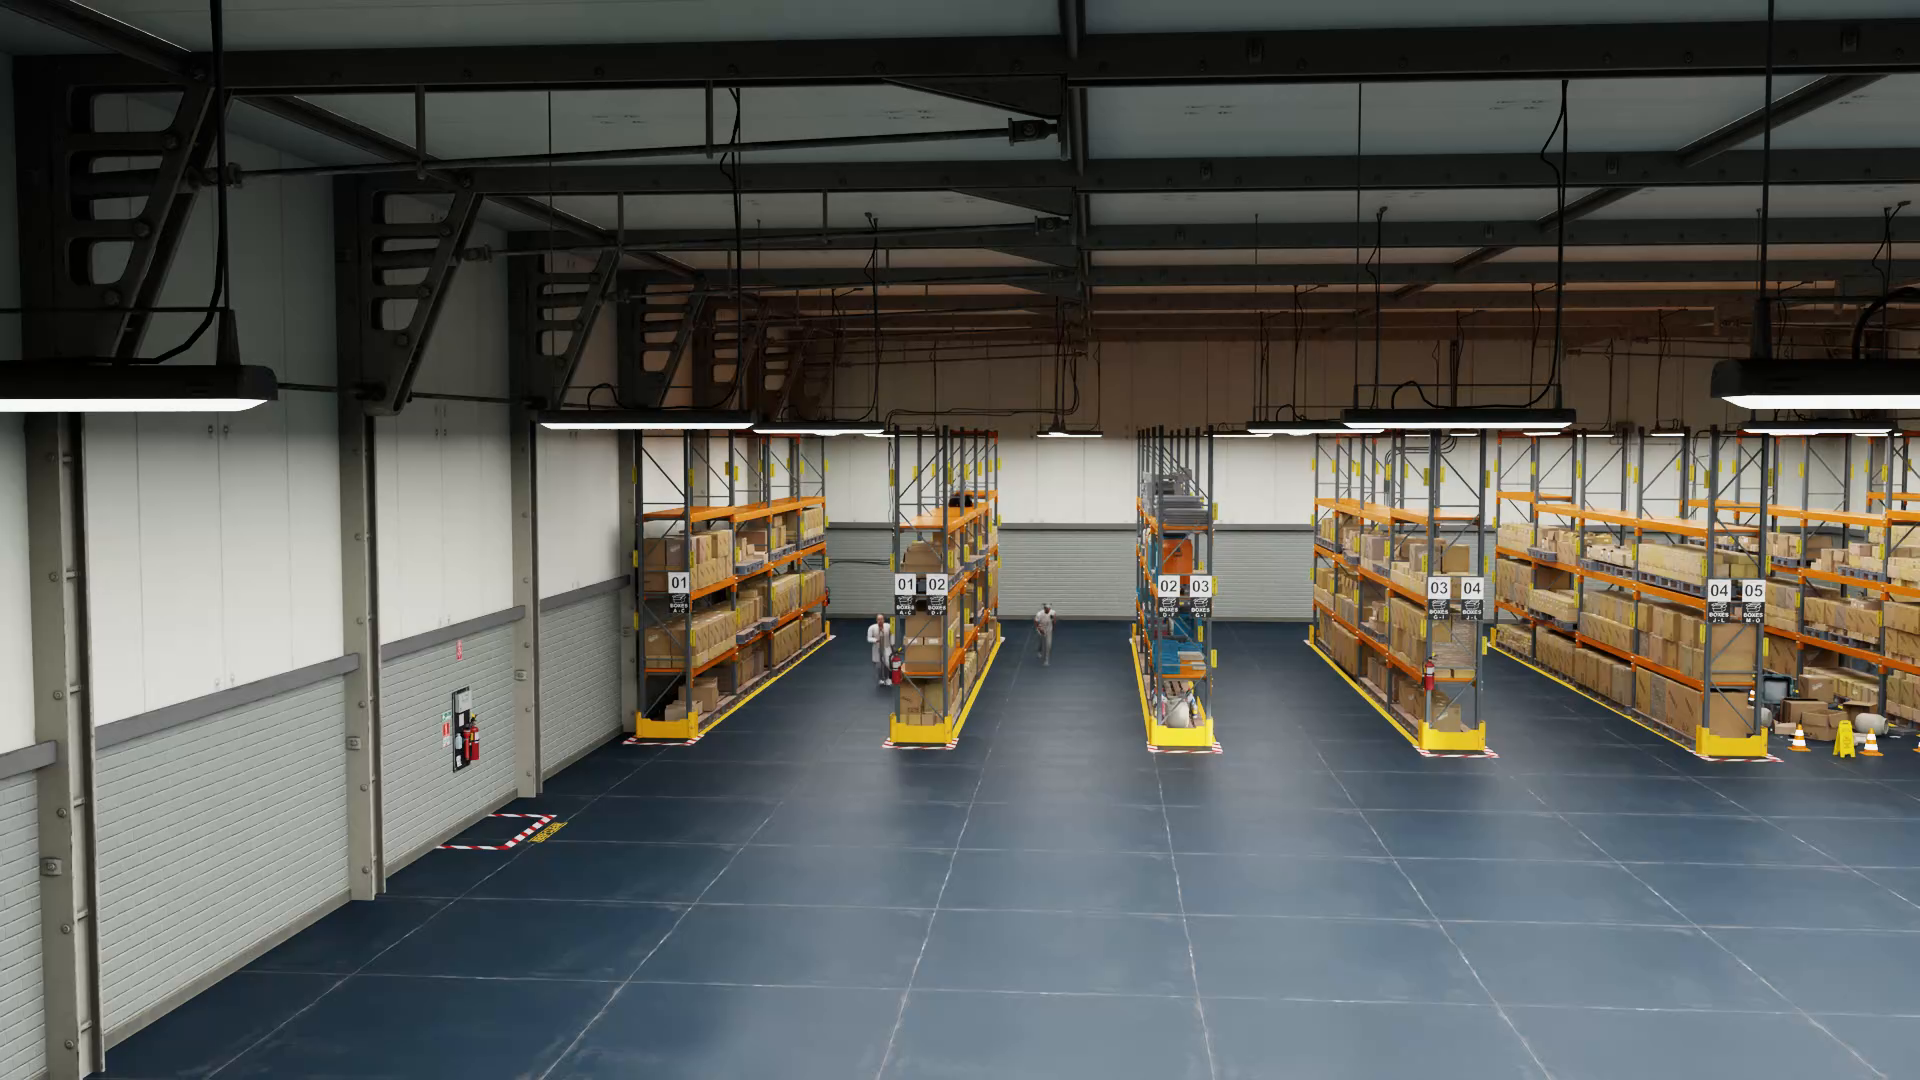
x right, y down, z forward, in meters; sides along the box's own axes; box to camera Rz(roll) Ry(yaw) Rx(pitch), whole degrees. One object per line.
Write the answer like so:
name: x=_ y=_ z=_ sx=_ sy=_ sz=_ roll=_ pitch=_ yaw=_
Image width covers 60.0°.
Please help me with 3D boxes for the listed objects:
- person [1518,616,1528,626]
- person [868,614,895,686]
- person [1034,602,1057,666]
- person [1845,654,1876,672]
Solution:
person: x=16.121 y=2.077 z=47.002 sx=0.702 sy=1.686 sz=0.676 roll=2 pitch=4 yaw=24
person: x=-1.818 y=2.546 z=38.526 sx=0.623 sy=1.681 sz=0.947 roll=0 pitch=3 yaw=0
person: x=2.162 y=2.378 z=42.680 sx=0.602 sy=1.639 sz=0.960 roll=-1 pitch=4 yaw=-16
person: x=22.078 y=2.415 z=40.849 sx=0.627 sy=1.744 sz=0.955 roll=-1 pitch=3 yaw=-11
